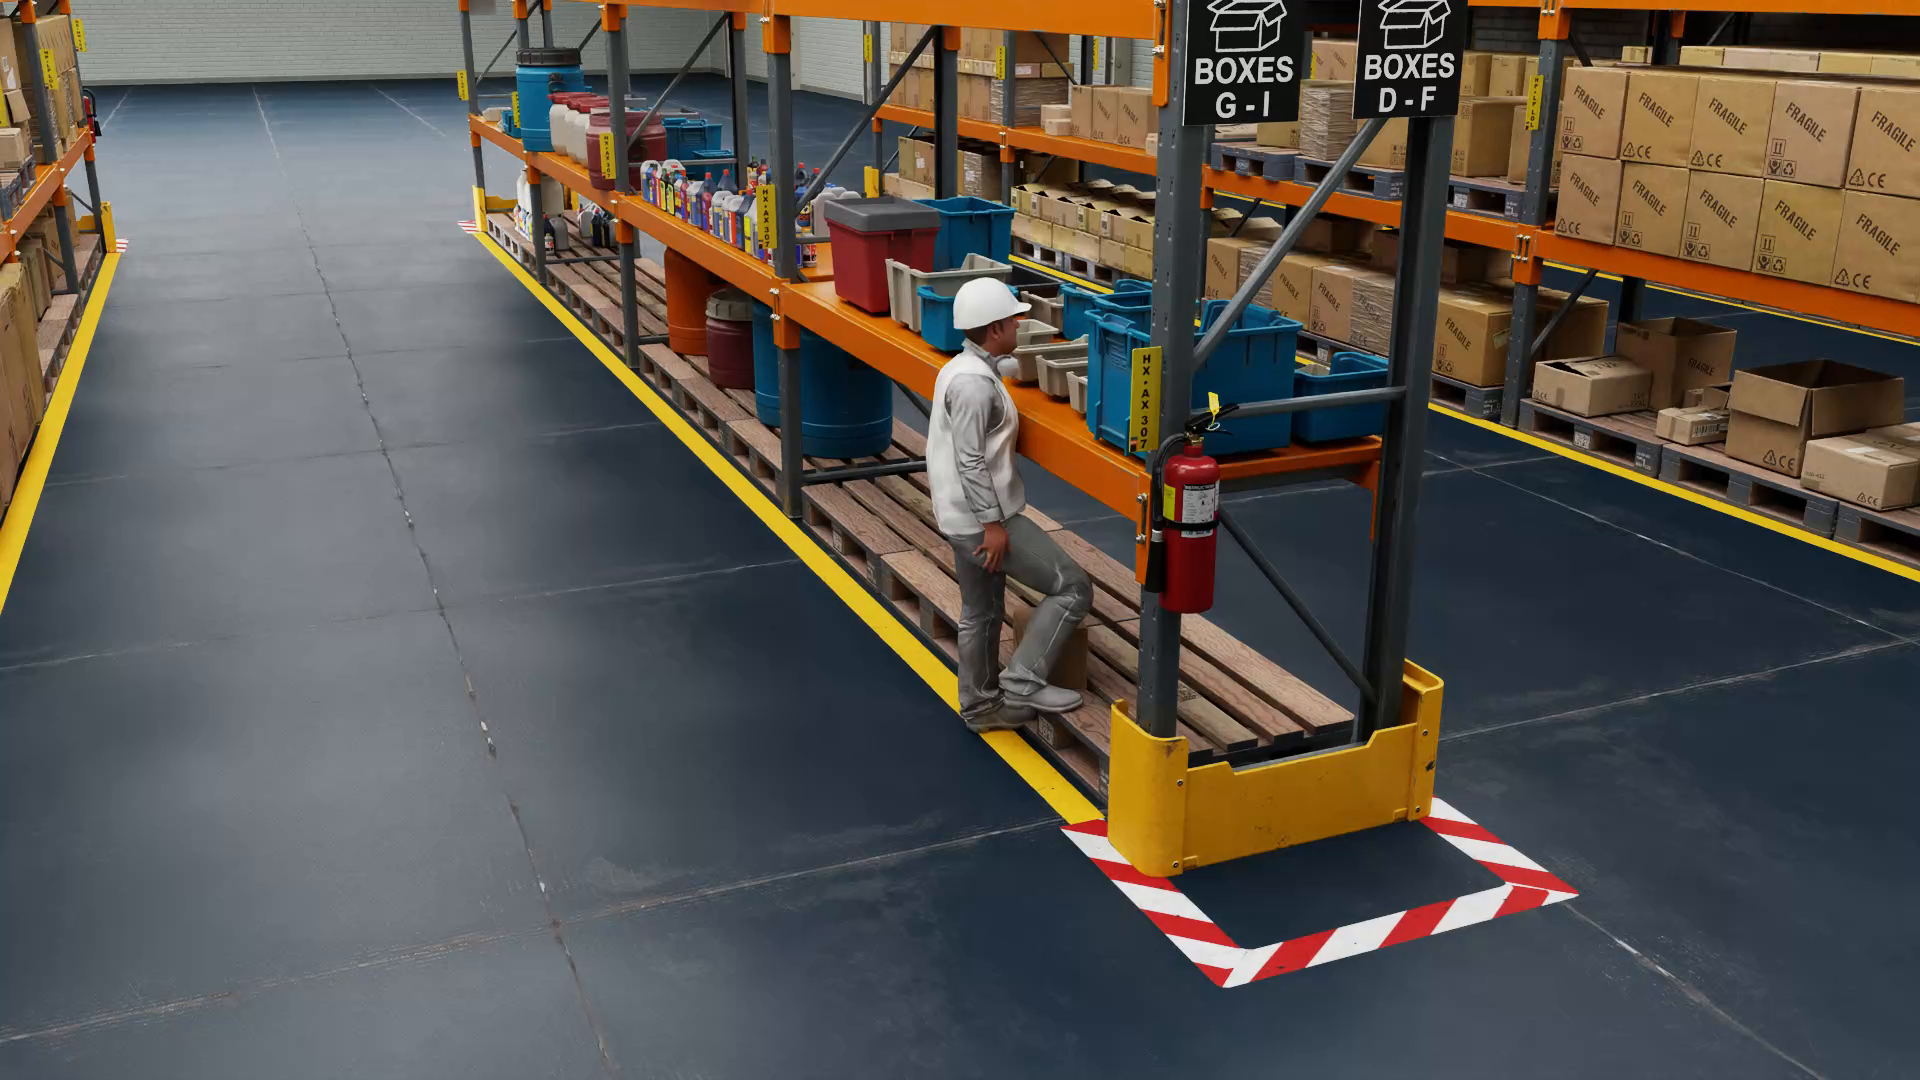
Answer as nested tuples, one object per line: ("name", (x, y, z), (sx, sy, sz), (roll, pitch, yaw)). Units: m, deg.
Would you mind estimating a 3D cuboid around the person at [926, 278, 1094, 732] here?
("person", (0.179, -0.095, 6.270), (0.614, 1.774, 0.634), (-2, 19, -6))
